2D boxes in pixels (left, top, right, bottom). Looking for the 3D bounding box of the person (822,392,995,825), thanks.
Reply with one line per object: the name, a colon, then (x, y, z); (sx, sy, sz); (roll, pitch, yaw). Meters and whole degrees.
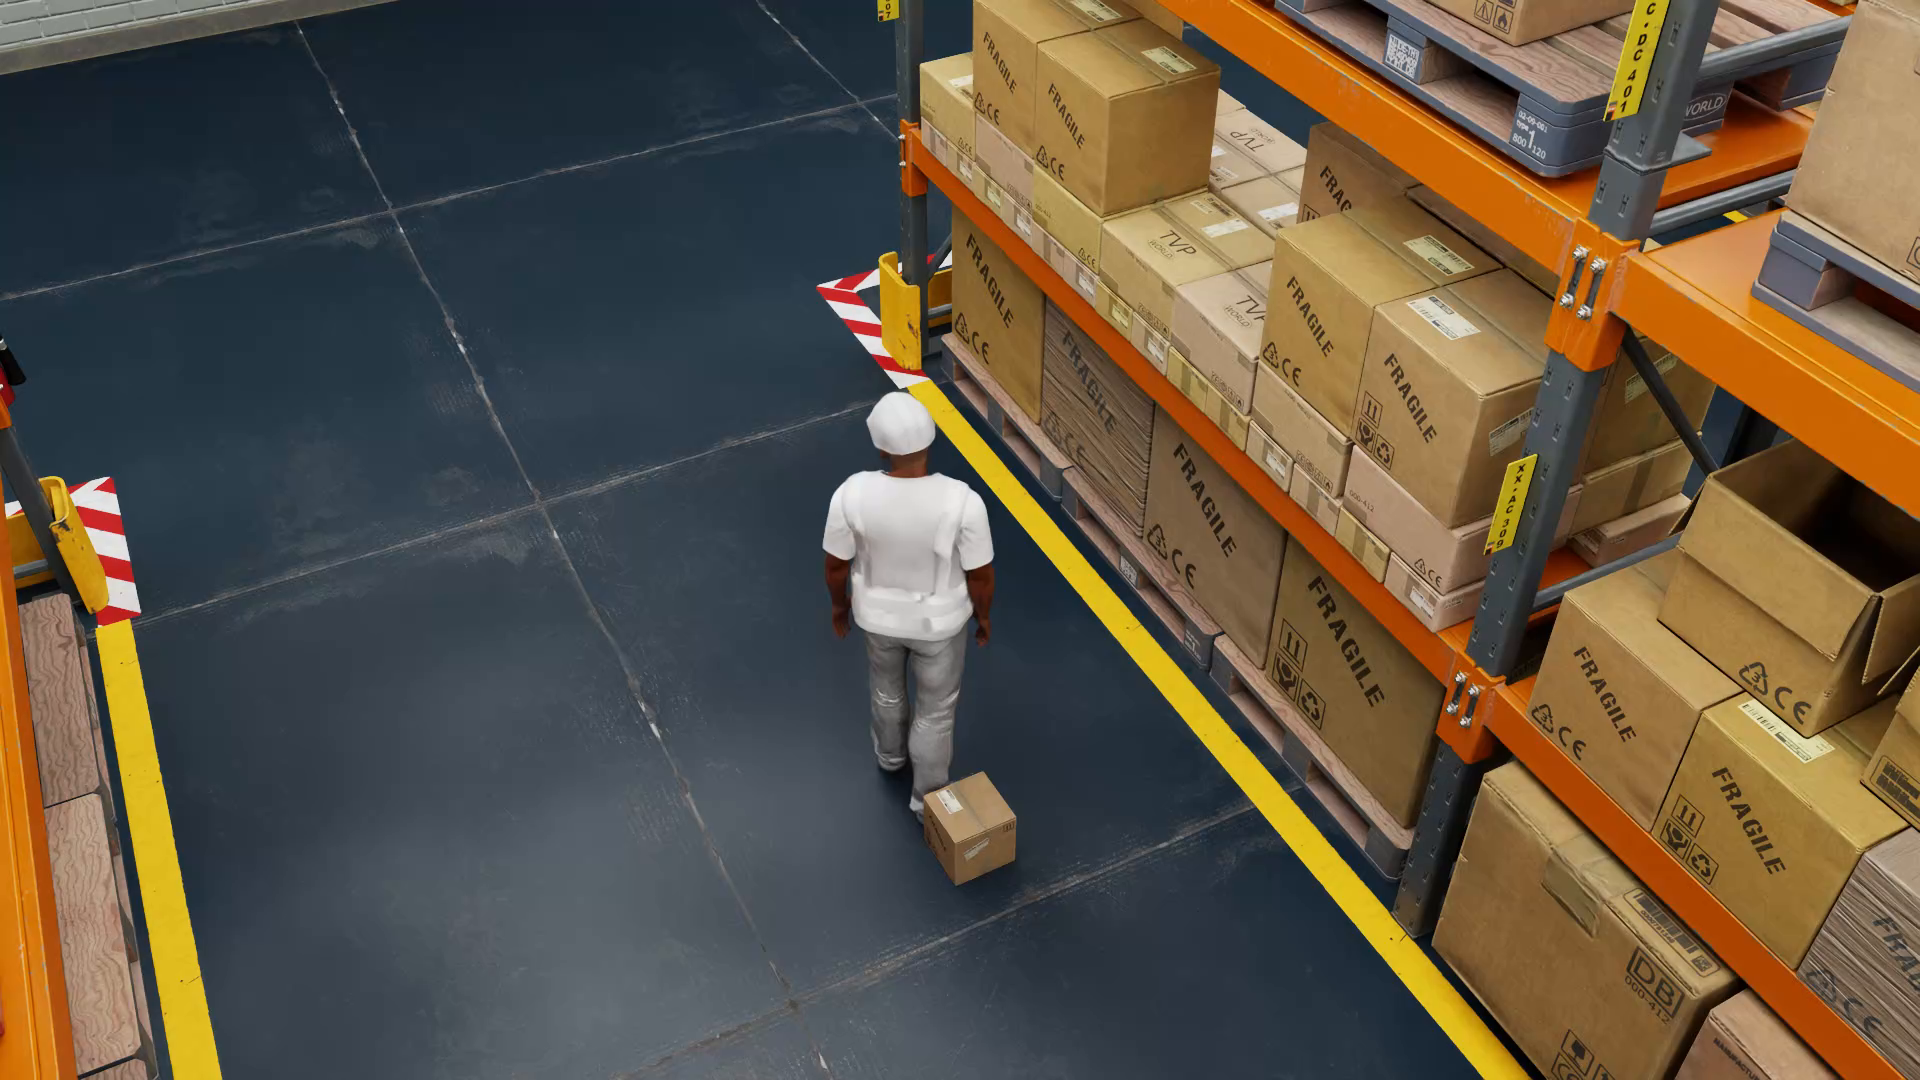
person: (-0.165, 0.236, 5.851); (0.587, 1.770, 0.537); (10, 42, 11)
